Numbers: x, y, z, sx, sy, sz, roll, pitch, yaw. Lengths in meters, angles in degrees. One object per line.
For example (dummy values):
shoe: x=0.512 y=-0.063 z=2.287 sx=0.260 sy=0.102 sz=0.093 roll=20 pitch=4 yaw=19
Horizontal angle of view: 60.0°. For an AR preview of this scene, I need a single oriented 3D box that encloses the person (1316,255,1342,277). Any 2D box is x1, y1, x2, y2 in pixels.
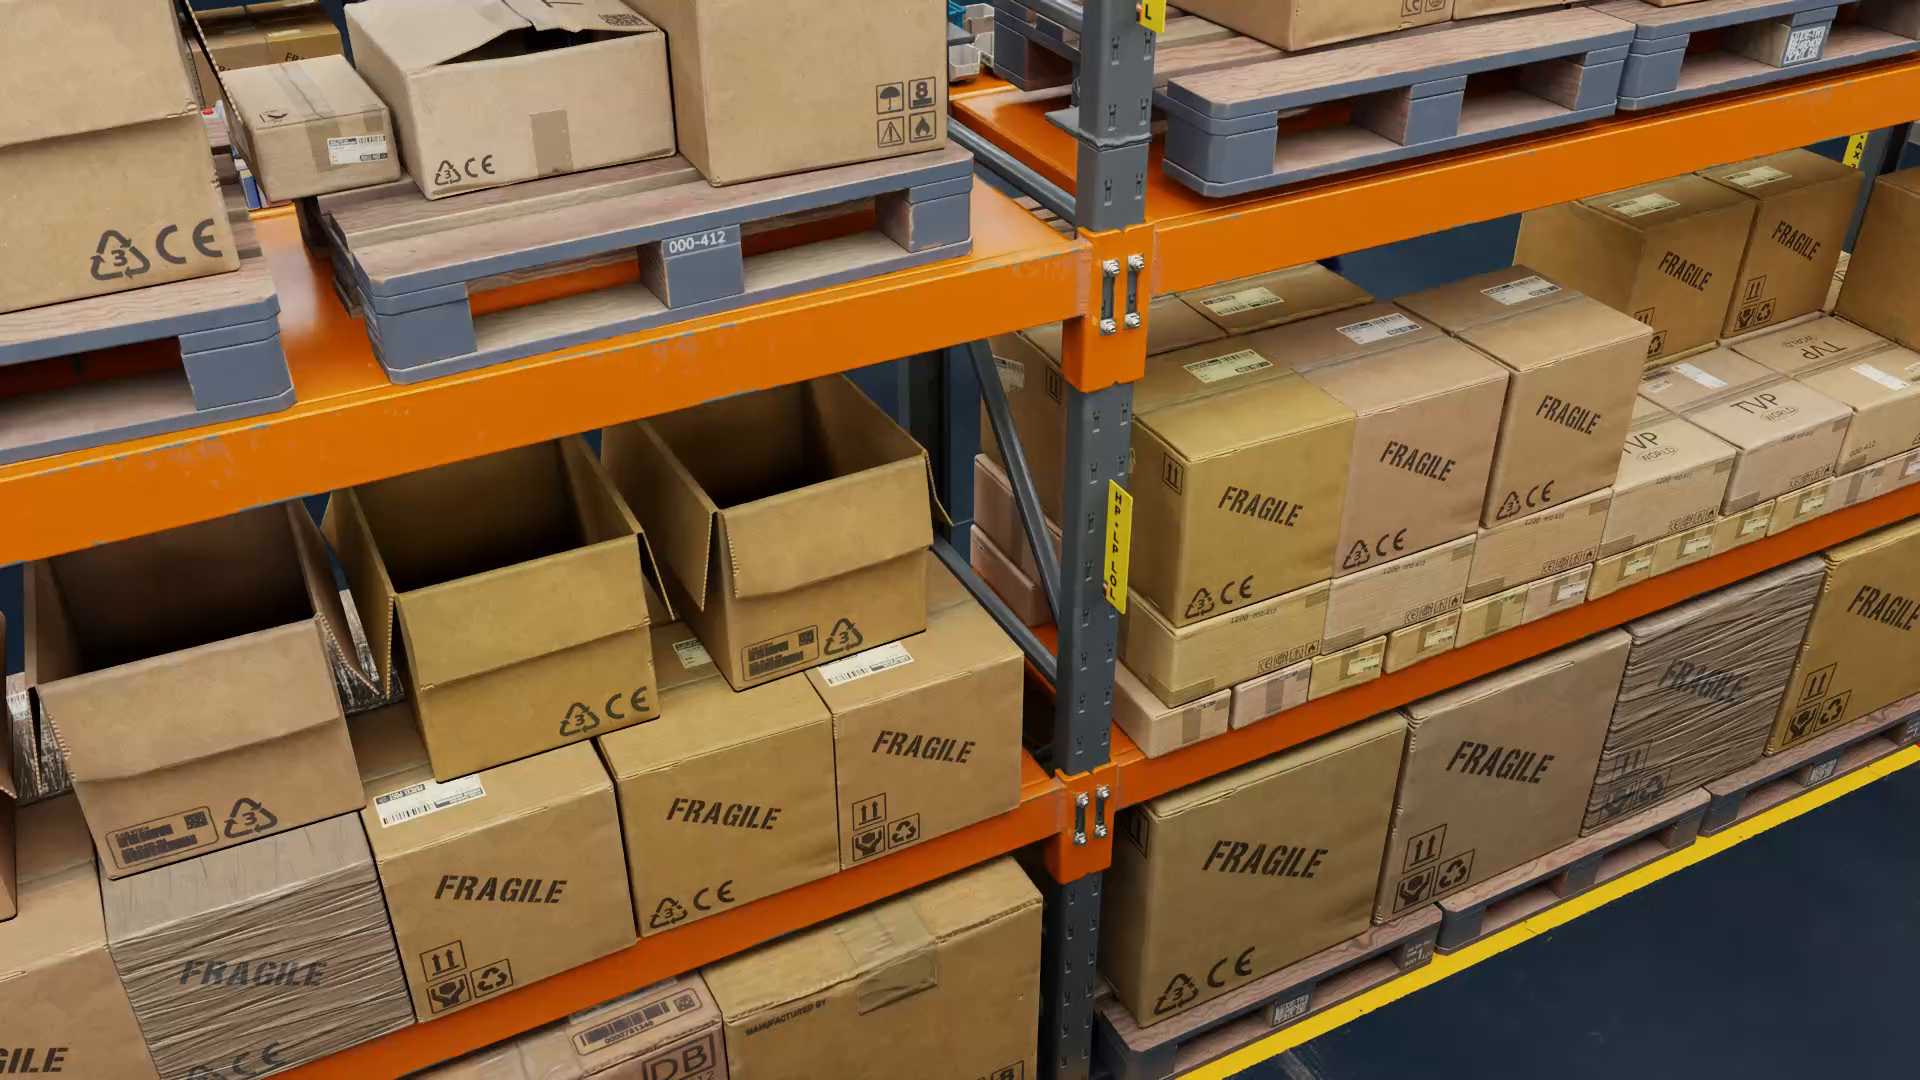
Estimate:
person: x=2.049 y=-1.888 z=9.041 sx=0.852 sy=1.642 sz=0.532 roll=-20 pitch=38 yaw=-28
